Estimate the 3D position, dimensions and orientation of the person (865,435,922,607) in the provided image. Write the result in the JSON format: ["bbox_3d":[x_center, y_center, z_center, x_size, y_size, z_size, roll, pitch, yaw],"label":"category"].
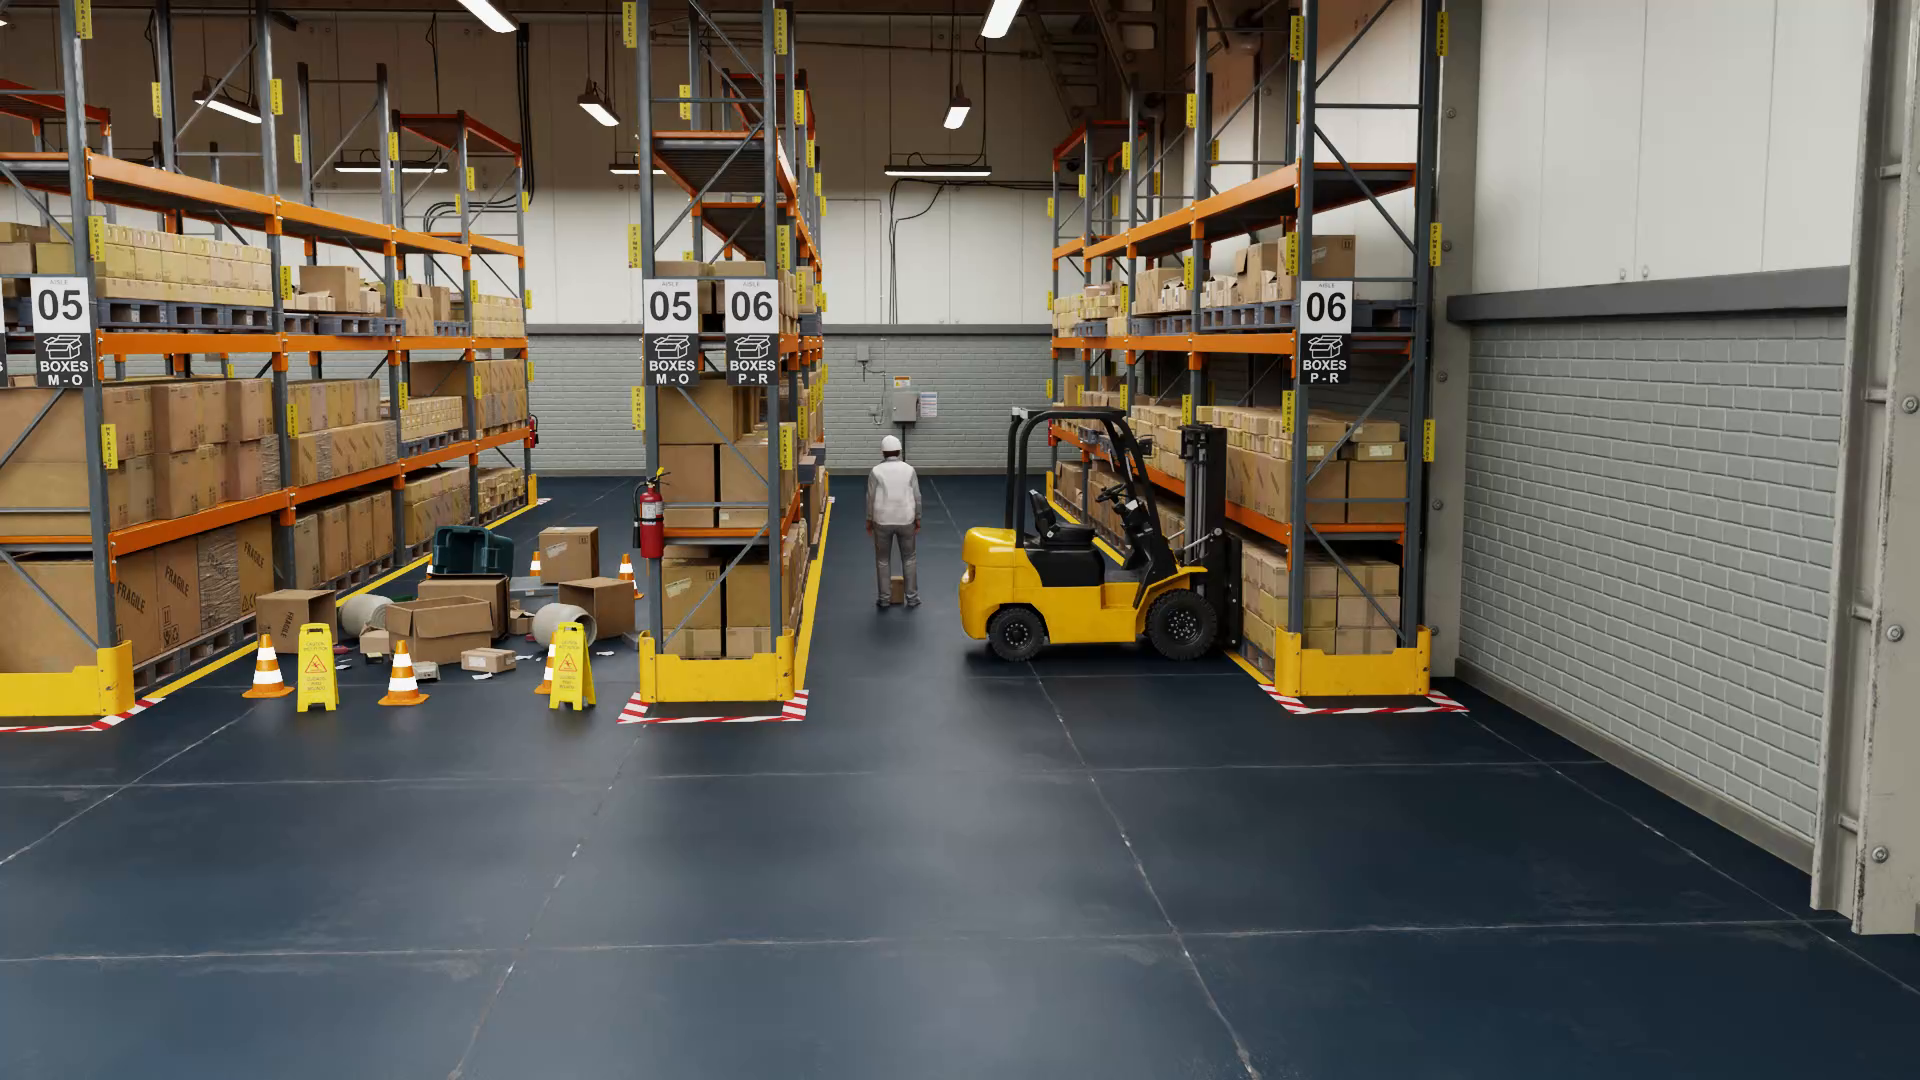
[{"bbox_3d":[-0.688,-0.199,17.297,0.595,1.772,0.460,-1,7,-8],"label":"person"}]
